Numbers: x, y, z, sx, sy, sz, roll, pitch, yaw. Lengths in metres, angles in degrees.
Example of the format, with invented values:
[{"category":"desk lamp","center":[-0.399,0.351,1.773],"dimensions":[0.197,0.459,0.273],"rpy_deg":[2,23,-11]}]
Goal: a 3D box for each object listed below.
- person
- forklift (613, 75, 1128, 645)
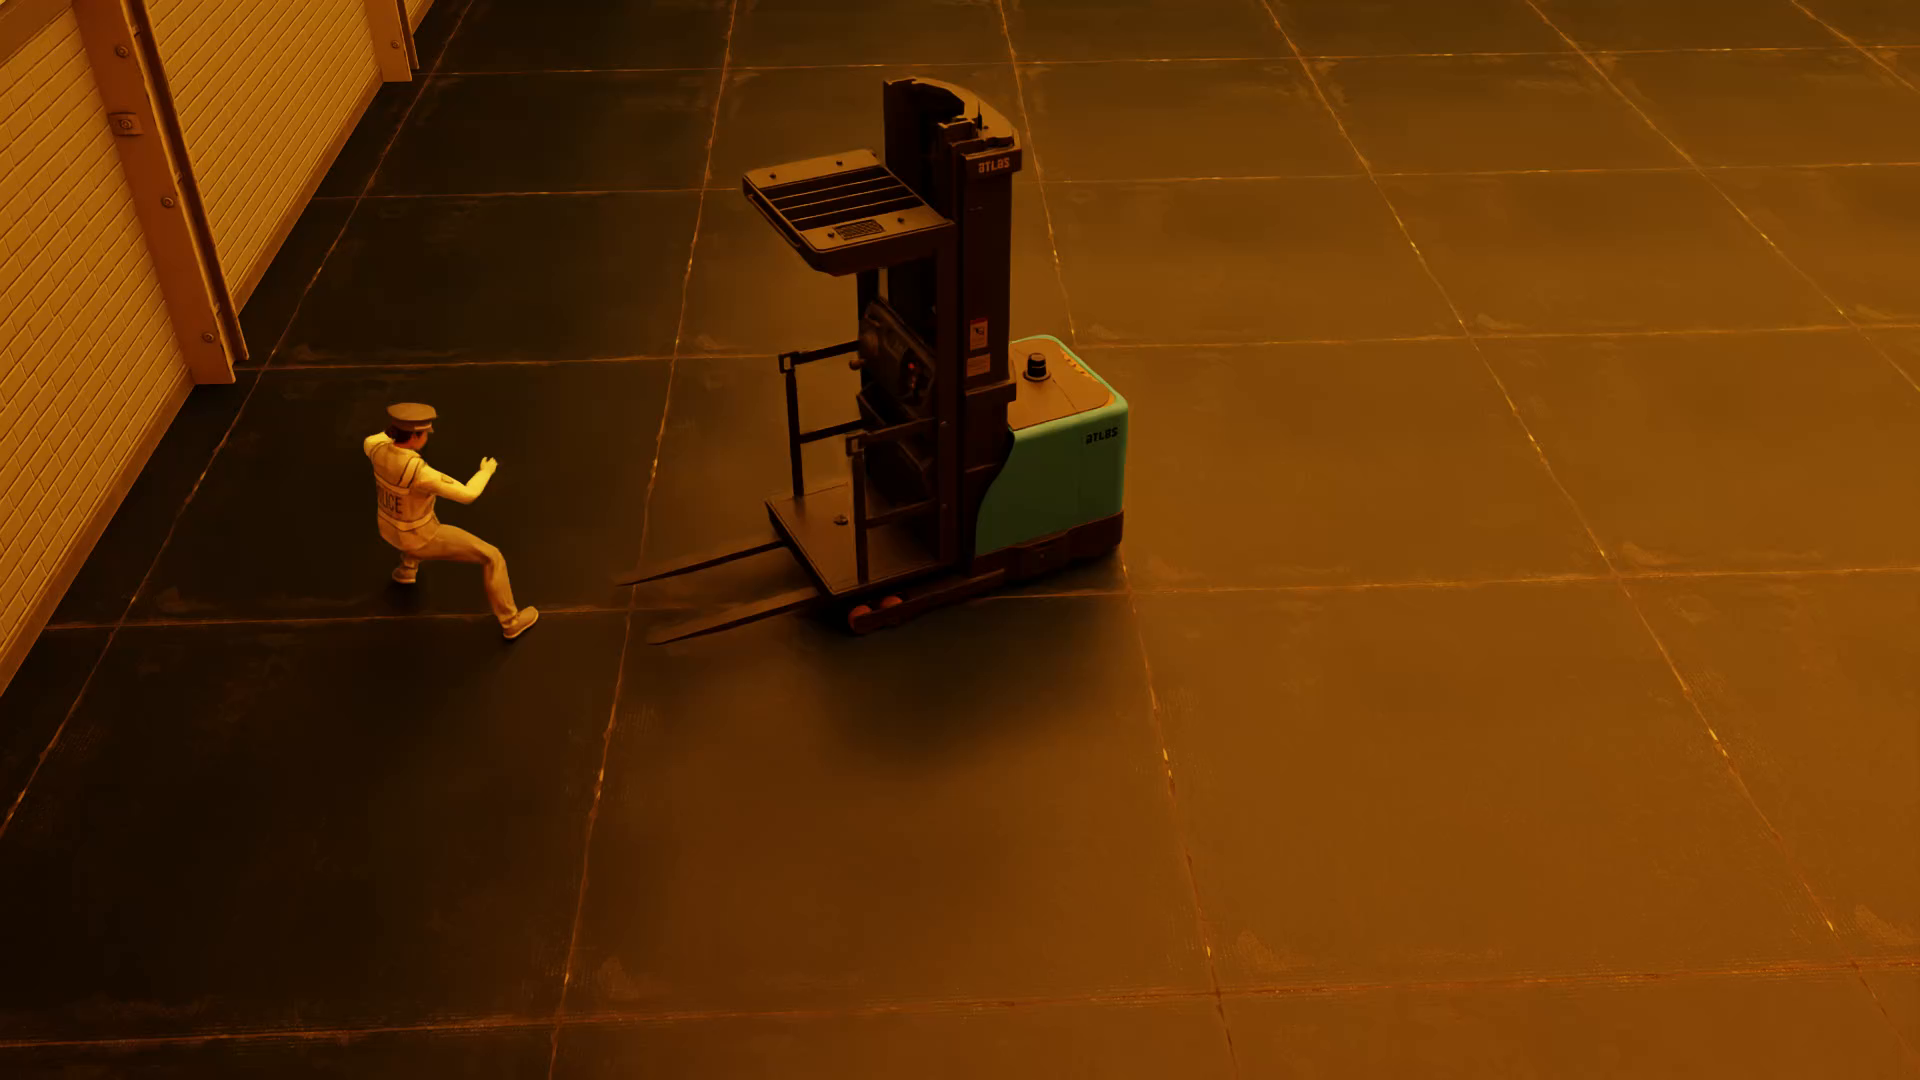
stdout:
[{"category":"person","center":[-2.998,-0.191,9.536],"dimensions":[1.045,1.443,0.678],"rpy_deg":[27,44,32]},{"category":"forklift","center":[-0.542,-0.991,9.371],"dimensions":[3.031,2.935,1.130],"rpy_deg":[-16,39,-21]}]
